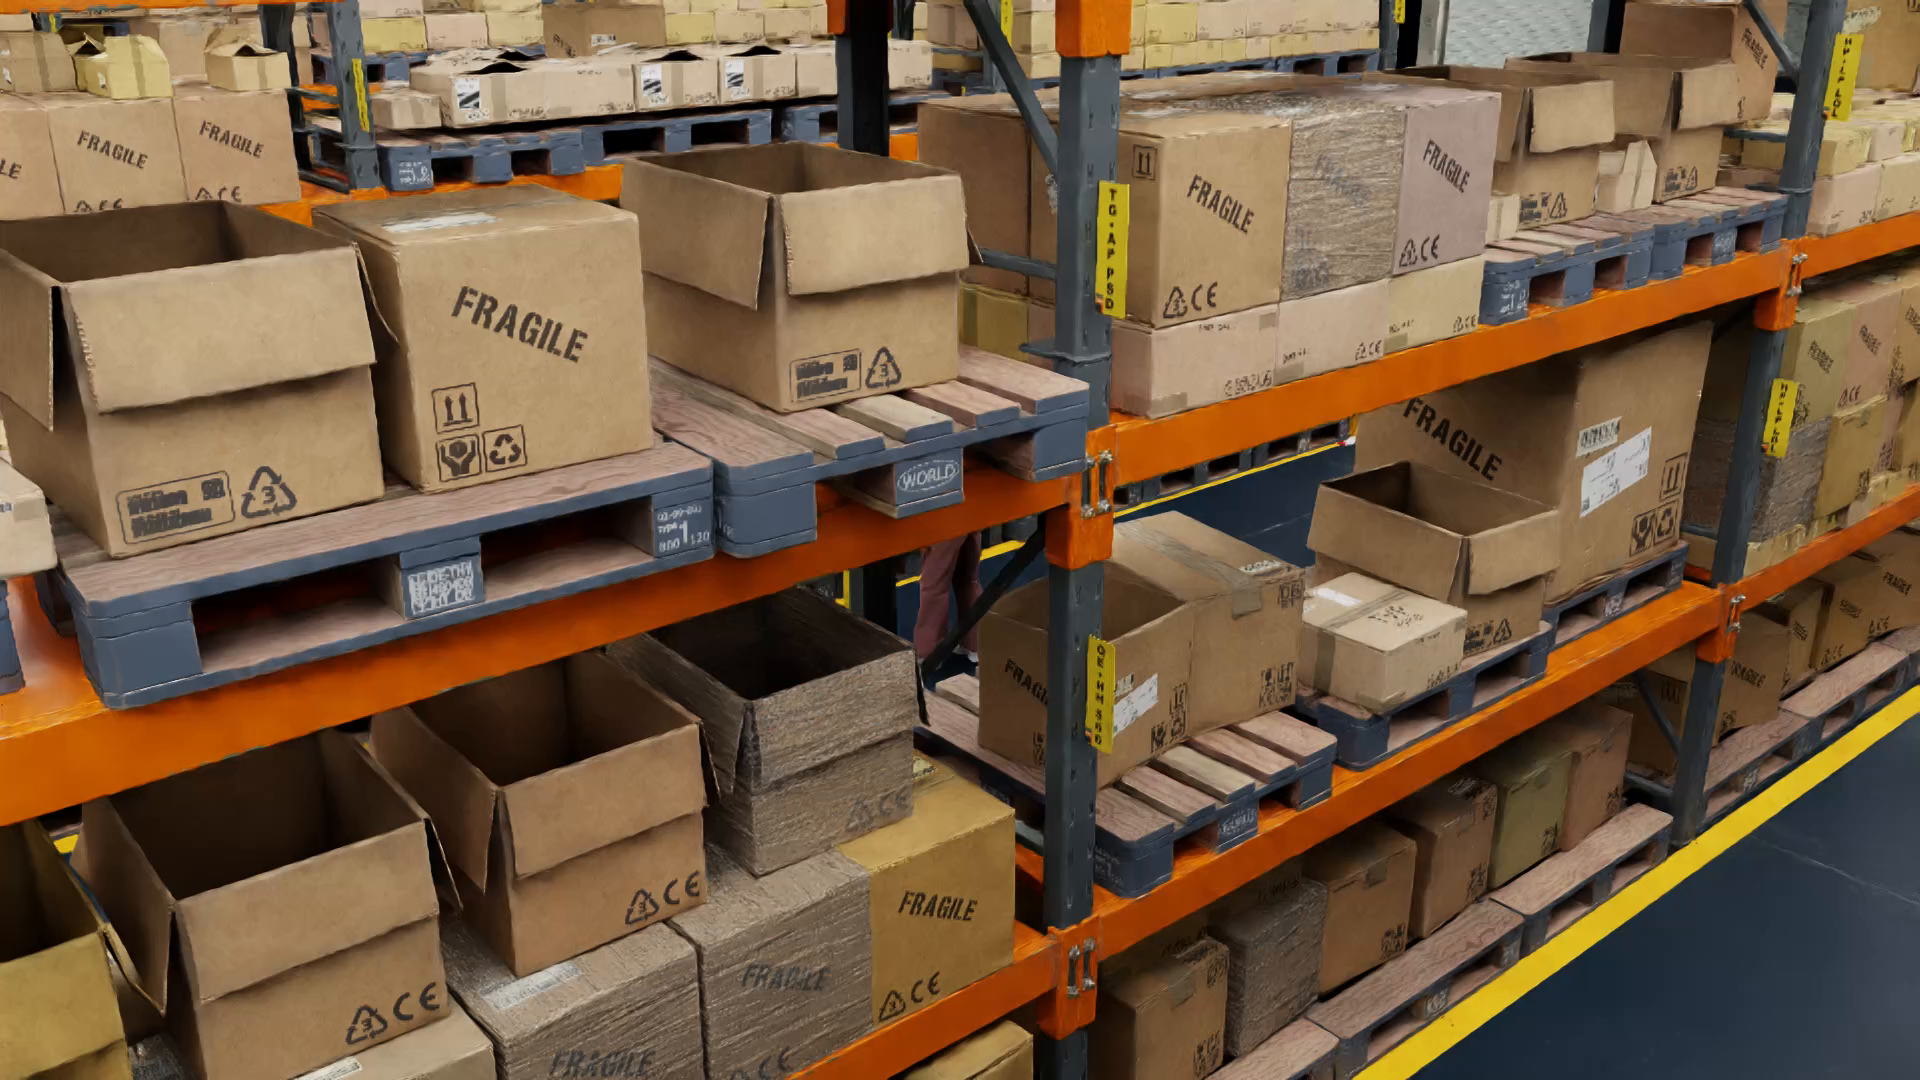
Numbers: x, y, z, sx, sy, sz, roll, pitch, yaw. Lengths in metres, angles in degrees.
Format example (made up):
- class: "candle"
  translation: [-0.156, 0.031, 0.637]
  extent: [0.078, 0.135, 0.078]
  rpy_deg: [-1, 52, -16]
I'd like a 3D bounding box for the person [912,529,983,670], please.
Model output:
- class: "person"
  translation: [-0.110, -0.083, 9.263]
  extent: [0.494, 1.660, 0.510]
  rpy_deg: [9, 23, 22]
